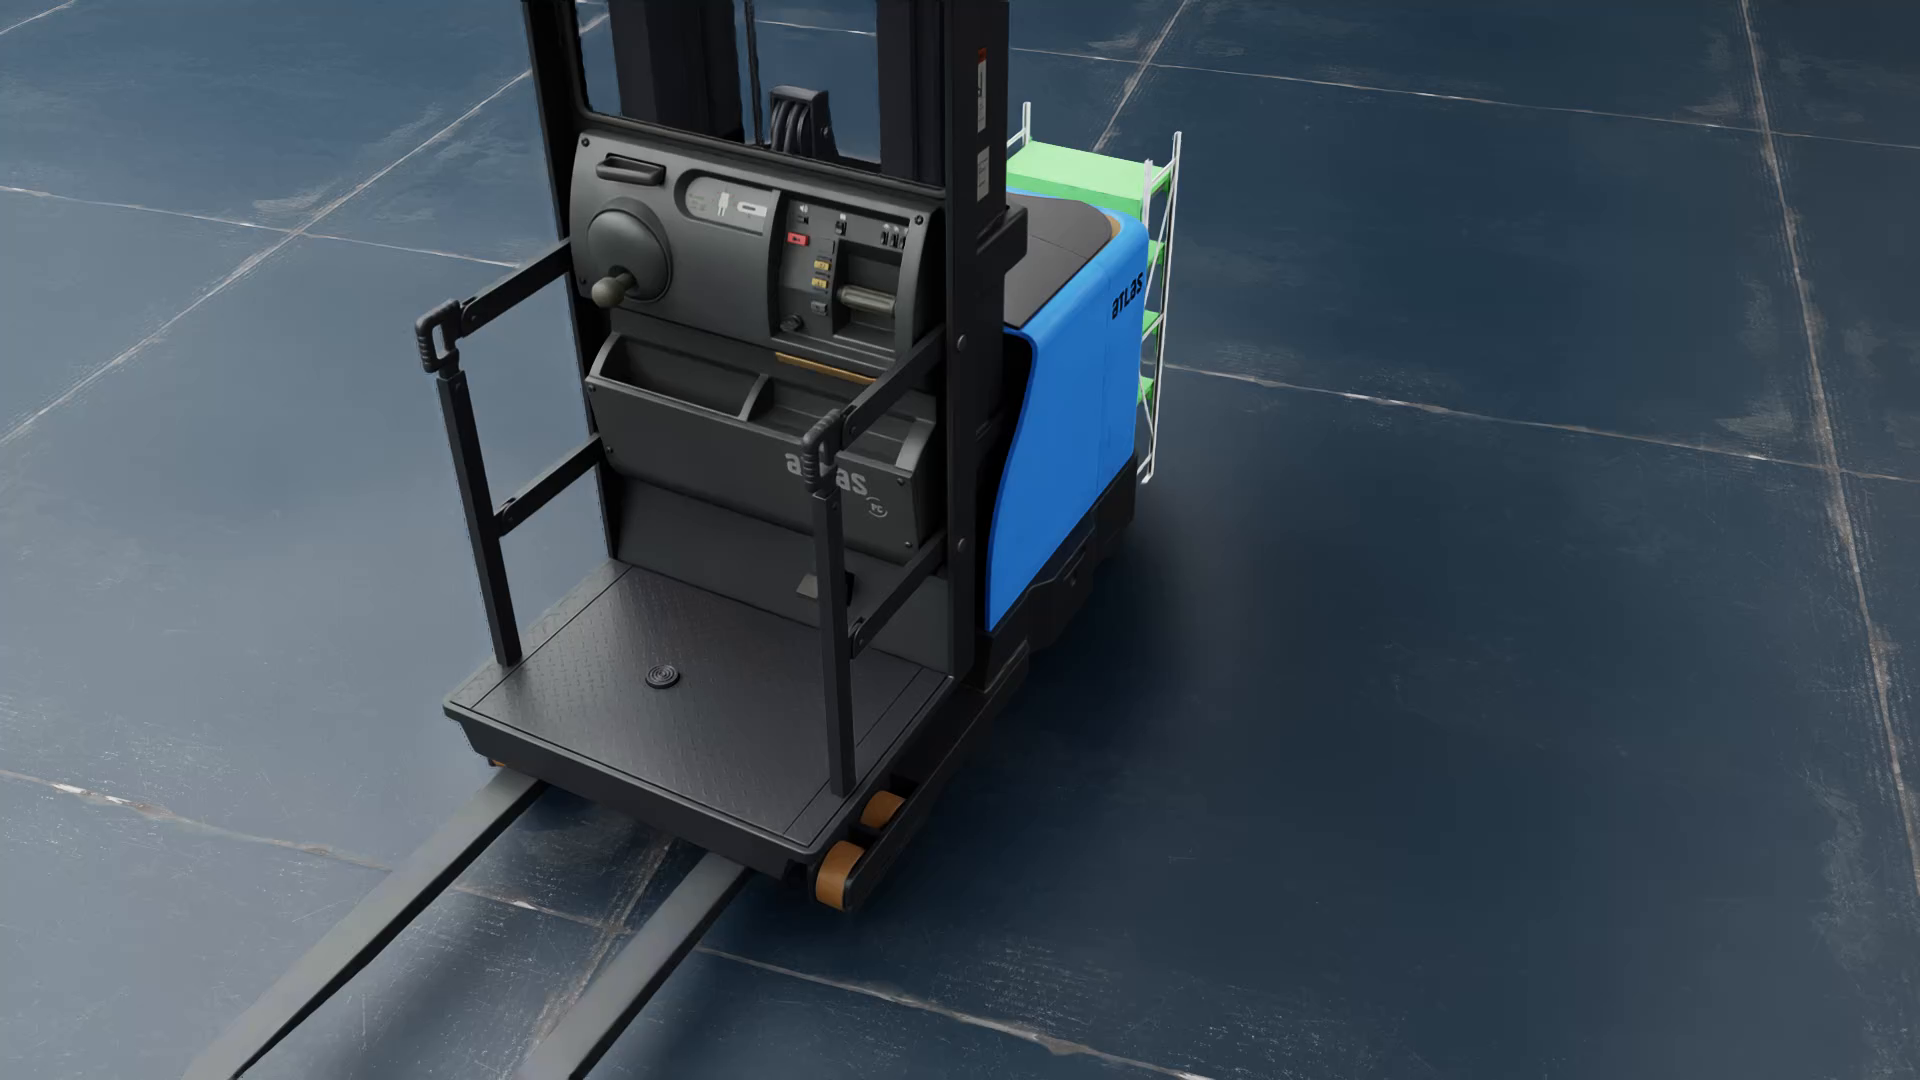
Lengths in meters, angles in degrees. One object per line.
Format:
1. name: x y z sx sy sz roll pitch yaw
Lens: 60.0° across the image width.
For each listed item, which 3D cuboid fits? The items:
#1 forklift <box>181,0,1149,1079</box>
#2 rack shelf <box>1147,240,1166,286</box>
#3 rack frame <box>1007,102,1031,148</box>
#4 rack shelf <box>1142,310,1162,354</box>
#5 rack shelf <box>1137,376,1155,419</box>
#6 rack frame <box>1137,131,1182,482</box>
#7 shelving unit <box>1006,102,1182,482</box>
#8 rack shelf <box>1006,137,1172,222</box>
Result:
1. forklift: -0.585 -0.589 3.578 1.130 2.935 3.031 17 40 22
2. rack shelf: 0.367 -0.851 5.097 0.480 0.148 0.258 17 40 22
3. rack frame: 0.151 -0.777 5.293 0.015 1.200 0.240 17 40 22
4. rack shelf: 0.367 -0.658 5.239 0.480 0.148 0.258 17 40 22
5. rack shelf: 0.366 -0.464 5.381 0.480 0.148 0.258 17 40 22
6. rack frame: 0.582 -0.642 5.109 0.015 1.200 0.240 17 40 22
7. shelving unit: 0.367 -0.709 5.201 0.503 1.200 0.258 17 40 22
8. rack shelf: 0.367 -1.044 4.955 0.480 0.148 0.258 17 40 22
